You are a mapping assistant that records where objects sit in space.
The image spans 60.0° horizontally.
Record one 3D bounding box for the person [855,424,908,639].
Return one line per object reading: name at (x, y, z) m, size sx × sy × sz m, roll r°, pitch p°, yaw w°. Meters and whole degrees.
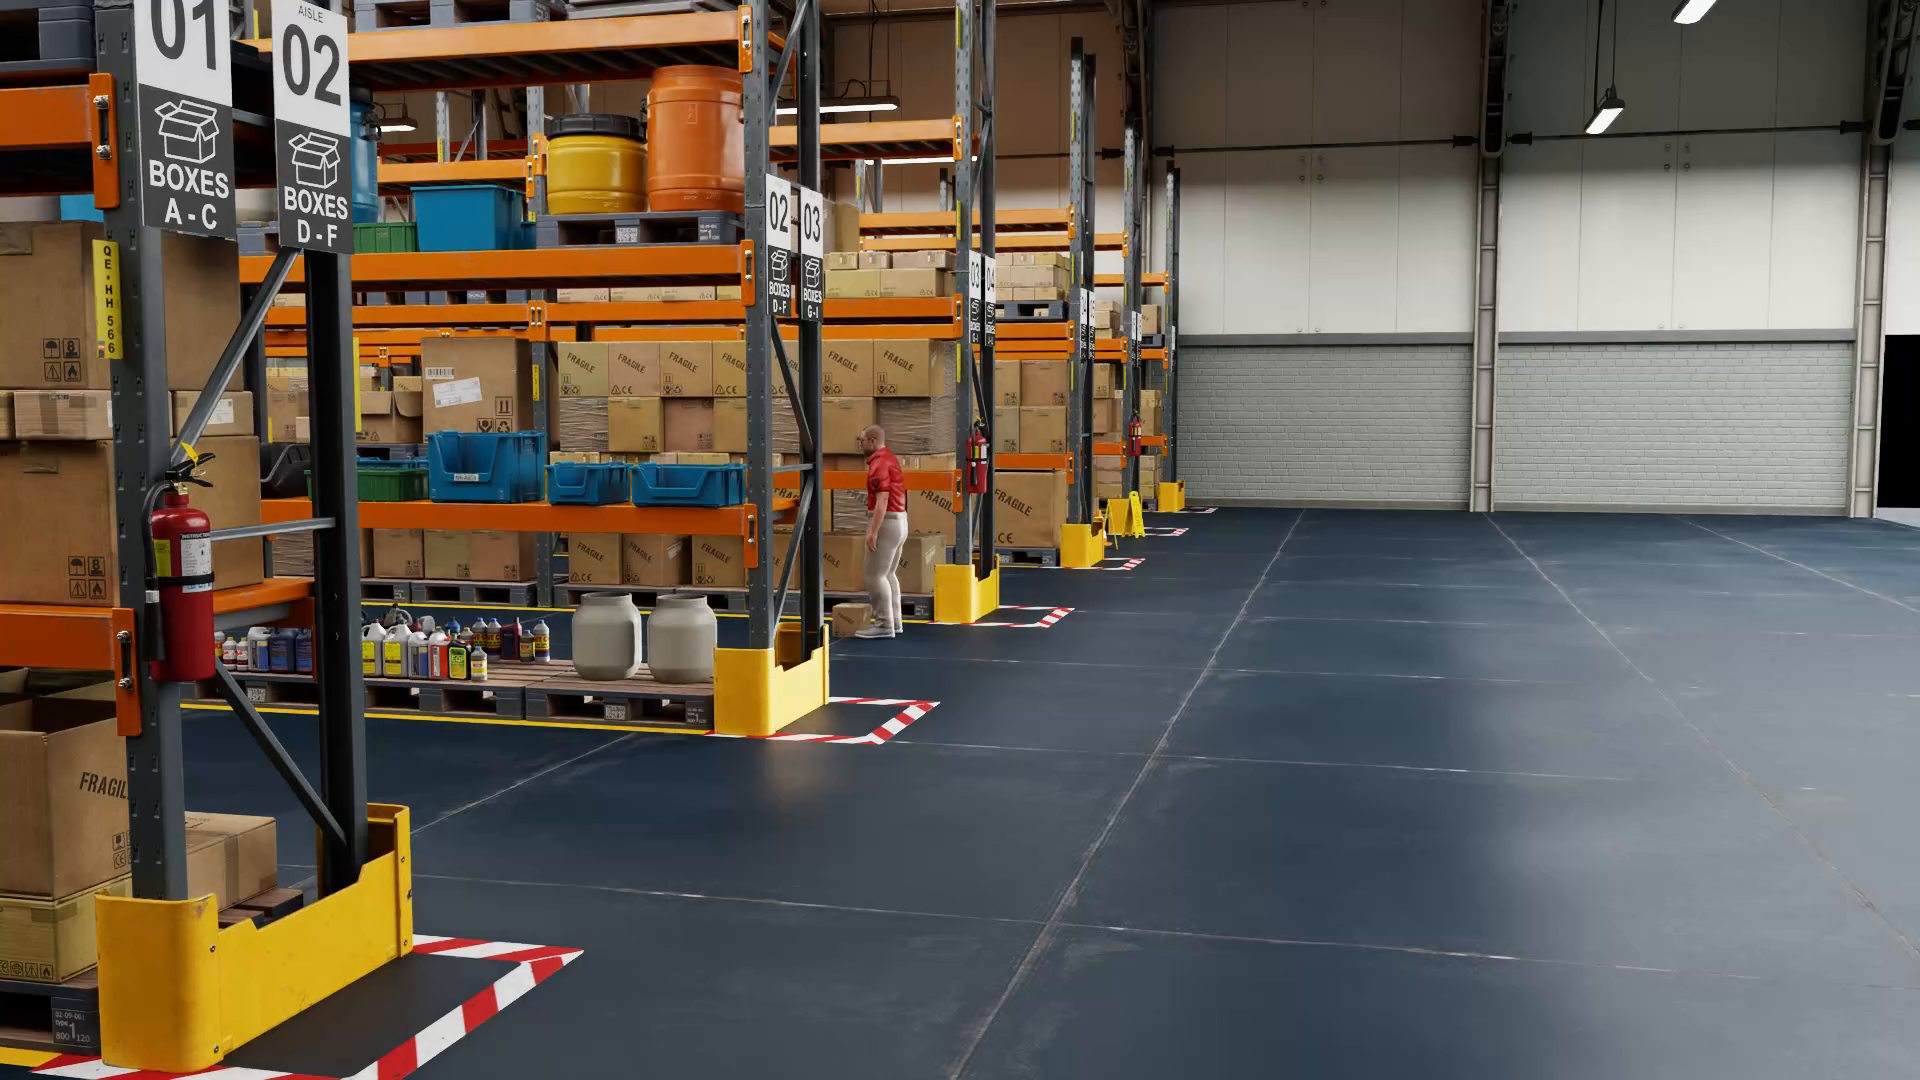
person at (-0.638, -0.075, 13.495) m, size 0.390 × 1.726 × 0.602 m, roll 1°, pitch 5°, yaw 10°
